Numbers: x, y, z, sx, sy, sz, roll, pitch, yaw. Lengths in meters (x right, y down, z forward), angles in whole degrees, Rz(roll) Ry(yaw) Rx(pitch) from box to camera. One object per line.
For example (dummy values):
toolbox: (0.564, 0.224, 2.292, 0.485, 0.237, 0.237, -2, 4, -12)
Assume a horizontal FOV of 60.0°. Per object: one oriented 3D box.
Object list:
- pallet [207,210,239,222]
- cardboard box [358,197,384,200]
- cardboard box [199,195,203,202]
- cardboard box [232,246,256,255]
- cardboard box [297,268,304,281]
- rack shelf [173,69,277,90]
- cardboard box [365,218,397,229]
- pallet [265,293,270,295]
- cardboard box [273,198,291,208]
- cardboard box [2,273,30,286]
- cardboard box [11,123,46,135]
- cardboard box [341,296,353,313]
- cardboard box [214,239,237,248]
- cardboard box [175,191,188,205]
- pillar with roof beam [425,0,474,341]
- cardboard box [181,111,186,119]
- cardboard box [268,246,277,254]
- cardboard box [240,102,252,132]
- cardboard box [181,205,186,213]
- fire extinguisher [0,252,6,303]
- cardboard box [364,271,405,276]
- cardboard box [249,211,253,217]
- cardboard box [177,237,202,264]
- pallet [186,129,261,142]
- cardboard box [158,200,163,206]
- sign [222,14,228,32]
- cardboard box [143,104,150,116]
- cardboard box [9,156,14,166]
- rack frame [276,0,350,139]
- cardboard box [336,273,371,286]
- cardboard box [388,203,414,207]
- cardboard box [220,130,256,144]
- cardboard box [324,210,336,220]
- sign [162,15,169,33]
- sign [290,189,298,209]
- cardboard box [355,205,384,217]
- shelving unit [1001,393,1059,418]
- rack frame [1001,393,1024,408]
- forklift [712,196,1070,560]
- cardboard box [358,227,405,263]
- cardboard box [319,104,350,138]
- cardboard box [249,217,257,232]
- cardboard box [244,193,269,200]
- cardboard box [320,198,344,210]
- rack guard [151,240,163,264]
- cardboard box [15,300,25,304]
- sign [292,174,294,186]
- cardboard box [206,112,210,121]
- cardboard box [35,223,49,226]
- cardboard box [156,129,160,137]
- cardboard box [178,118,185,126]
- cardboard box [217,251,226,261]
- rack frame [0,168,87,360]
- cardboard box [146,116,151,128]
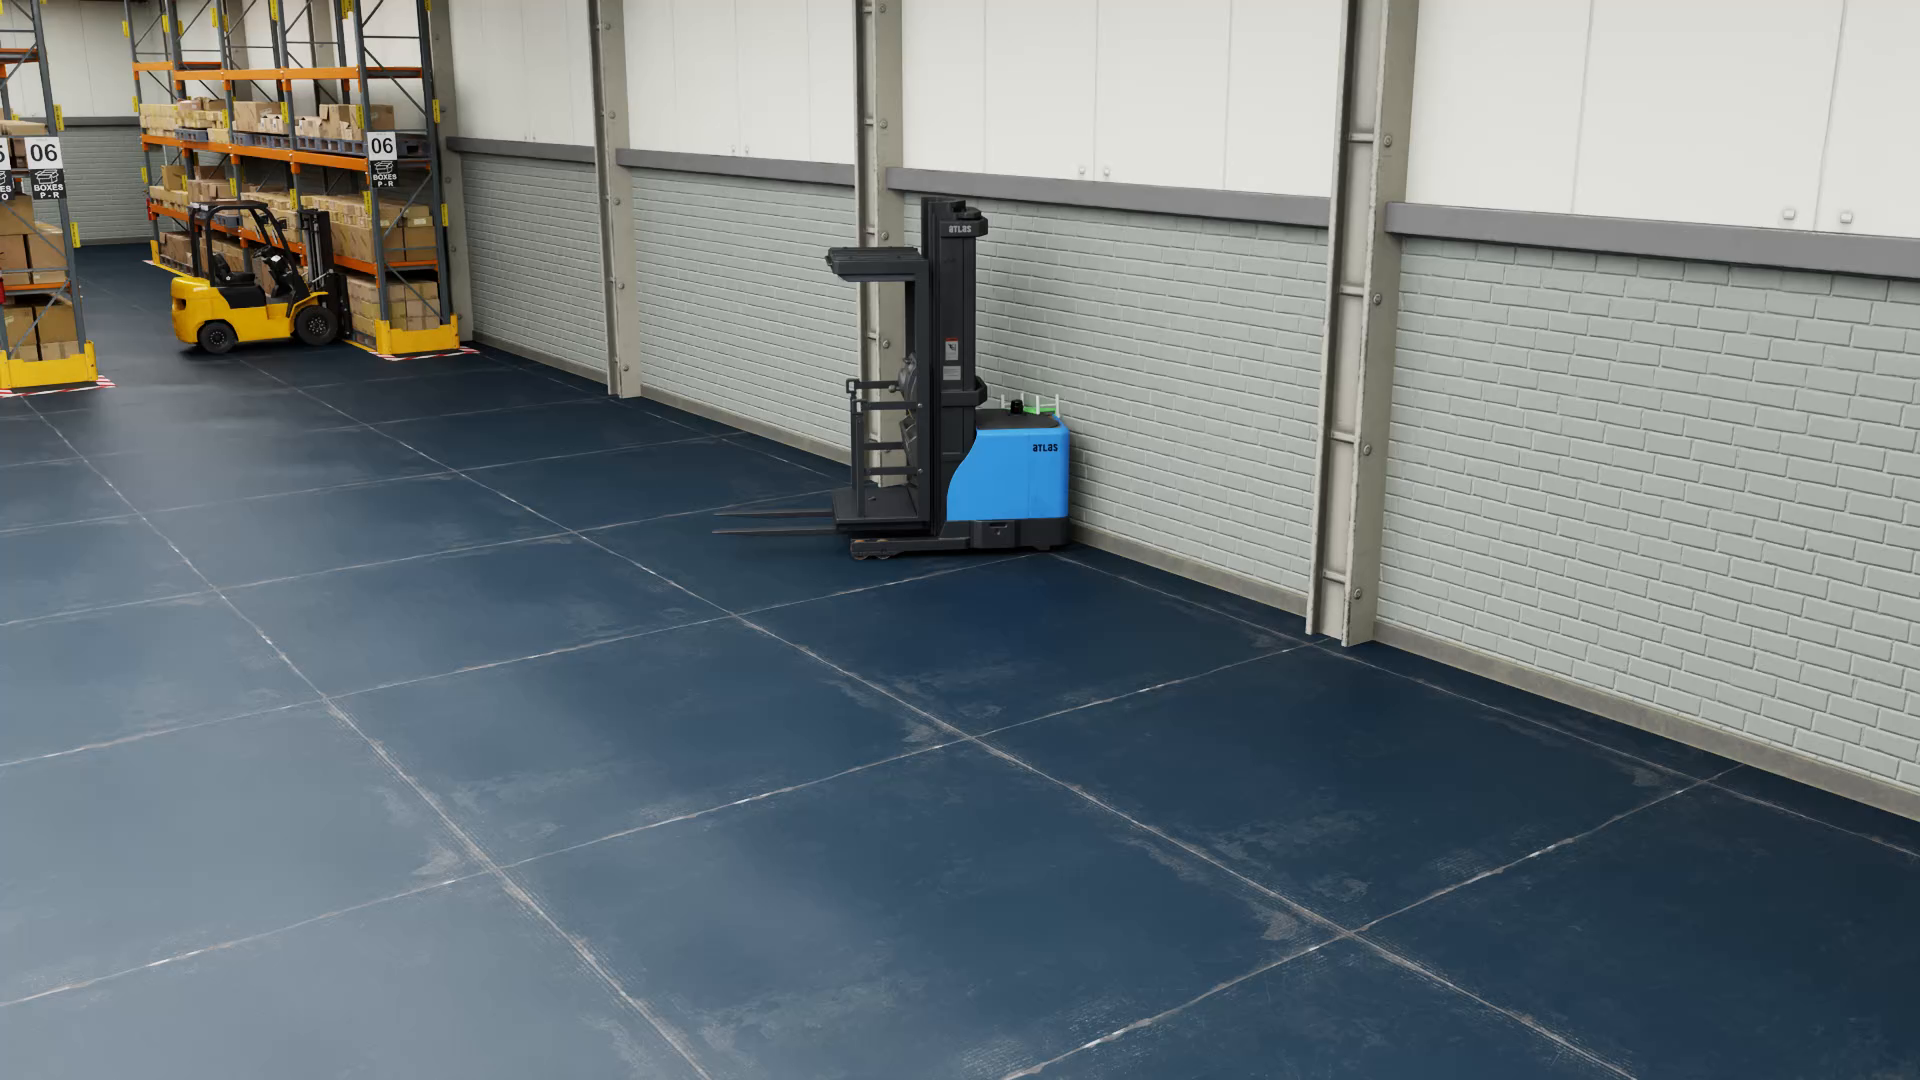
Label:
pallet: (-14.001, -6.339, 32.418, 1.003, 0.211, 1.213, -11, 19, -35)
cardboard box: (-9.456, -5.430, 26.750, 0.380, 0.149, 0.250, -11, 19, -35)
cardboard box: (-14.700, -6.653, 32.660, 0.396, 0.266, 0.258, -10, 18, -32)
cardboard box: (-13.654, -5.510, 31.735, 0.380, 0.149, 0.250, -12, 19, -36)
cardboard box: (-10.818, -4.330, 28.416, 0.875, 0.625, 0.625, -10, 18, -32)
rack shelf: (-14.030, -8.798, 31.795, 1.077, 0.370, 4.000, -11, 19, -35)
cardboard box: (-8.581, -4.700, 24.650, 0.380, 0.149, 0.250, -11, 19, -34)
pallet: (-12.402, -4.490, 30.582, 1.003, 0.211, 1.213, -11, 19, -35)
cardboard box: (-11.658, -5.831, 28.780, 0.380, 0.149, 0.250, -11, 19, -34)
cardboard box: (-12.556, -3.463, 22.023, 0.380, 0.149, 0.250, -10, 18, -33)
cardboard box: (-12.553, -5.535, 22.400, 0.380, 0.149, 0.250, -11, 19, -35)
cardboard box: (-9.296, -3.697, 25.869, 0.500, 0.250, 0.500, -11, 19, -36)
cardboard box: (-14.653, -5.906, 33.185, 0.380, 0.149, 0.250, -11, 19, -35)
cardboard box: (-16.009, -7.118, 34.621, 0.500, 0.250, 0.500, -11, 19, -34)
pillar with roof beam: (-11.313, -6.823, 22.458, 9.100, 9.000, 0.400, -11, 19, -35)
cardboard box: (-15.056, -8.353, 32.657, 0.380, 0.149, 0.250, -11, 19, -36)
cardboard box: (-13.043, -5.547, 31.873, 0.380, 0.149, 0.250, -10, 18, -33)
cardboard box: (-12.248, -7.478, 29.360, 0.700, 0.500, 0.500, -11, 19, -36)
cardboard box: (-15.941, -6.883, 34.518, 0.380, 0.149, 0.250, -10, 18, -33)
fire extinguisher: (-12.469, -3.404, 21.479, 0.296, 0.674, 0.183, -11, 19, -35)
cardboard box: (-9.158, -4.124, 26.483, 0.500, 0.250, 0.500, -11, 19, -36)
cardboard box: (-12.497, -5.946, 29.956, 0.500, 0.250, 0.500, -10, 18, -33)
cardboard box: (-16.193, -6.167, 35.365, 0.700, 0.500, 0.500, -12, 19, -37)
pallet: (-14.267, -7.856, 32.272, 1.213, 0.211, 1.003, -11, 19, -35)
cardboard box: (-17.400, -7.444, 36.569, 0.380, 0.149, 0.250, -10, 18, -33)
sign: (-14.761, -10.379, 33.382, 0.100, 0.325, 0.005, -11, 19, -35)
cardboard box: (-17.216, -9.239, 35.742, 0.500, 0.250, 0.500, -11, 19, -35)
cardboard box: (-12.616, -5.138, 22.459, 0.380, 0.149, 0.250, -11, 19, -35)
rack frame: (-10.502, -8.057, 26.966, 1.000, 3.000, 0.127, -11, 19, -35)
cardboard box: (-9.575, -4.041, 26.178, 0.500, 0.250, 0.500, -11, 19, -36)
cardboard box: (-8.468, -5.034, 25.303, 0.380, 0.149, 0.250, -10, 18, -33)
cardboard box: (-13.352, -7.463, 30.765, 0.500, 0.250, 0.500, -12, 19, -36)
cardboard box: (-9.798, -5.137, 26.246, 0.380, 0.149, 0.250, -12, 19, -36)
sign: (-15.656, -10.173, 32.780, 0.100, 0.325, 0.005, -11, 19, -35)
sign: (-10.935, -5.597, 27.300, 0.100, 0.325, 0.005, -11, 19, -35)
cardboard box: (-8.877, -4.957, 25.022, 0.380, 0.149, 0.250, -10, 18, -33)
shelving unit: (0.634, -0.682, 14.679, 0.258, 1.200, 0.503, -8, 10, -36)
rack frame: (0.488, -0.704, 14.874, 0.240, 1.200, 0.015, -8, 10, -36)
forklift: (-0.619, -1.395, 14.120, 3.031, 2.935, 1.130, -2, 15, -6)
cardboard box: (-8.652, -4.421, 24.859, 0.500, 0.500, 0.500, -11, 19, -36)
cardboard box: (-9.442, -6.478, 25.700, 0.797, 0.503, 0.637, -10, 18, -33)
cardboard box: (-12.499, -5.704, 30.018, 0.500, 0.250, 0.500, -11, 19, -36)
cardboard box: (-12.747, -6.208, 30.156, 0.380, 0.149, 0.250, -10, 18, -33)
cardboard box: (-9.928, -5.336, 26.410, 0.380, 0.149, 0.250, -11, 19, -35)
rack guard: (-17.513, -6.503, 37.391, 1.175, 0.500, 0.348, -11, 19, -35)
cardboard box: (-13.155, -3.017, 22.910, 0.500, 0.500, 0.500, -10, 18, -33)
sign: (-12.407, -6.662, 31.043, 0.100, 0.325, 0.005, -11, 19, -35)
cardboard box: (-14.059, -8.032, 31.523, 0.380, 0.149, 0.250, -11, 19, -34)
cardboard box: (-13.131, -4.199, 23.485, 0.500, 0.500, 0.500, -11, 19, -36)
cardboard box: (-16.736, -8.604, 35.125, 0.380, 0.149, 0.250, -11, 19, -34)
cardboard box: (-15.228, -8.261, 32.887, 0.380, 0.149, 0.250, -11, 19, -34)
cardboard box: (-14.193, -5.399, 32.559, 0.500, 0.500, 0.500, -12, 19, -37)
rack frame: (-12.163, -3.538, 21.819, 1.000, 3.000, 0.127, -11, 19, -35)
cardboard box: (-17.203, -9.001, 35.818, 0.500, 0.250, 0.500, -10, 18, -33)
